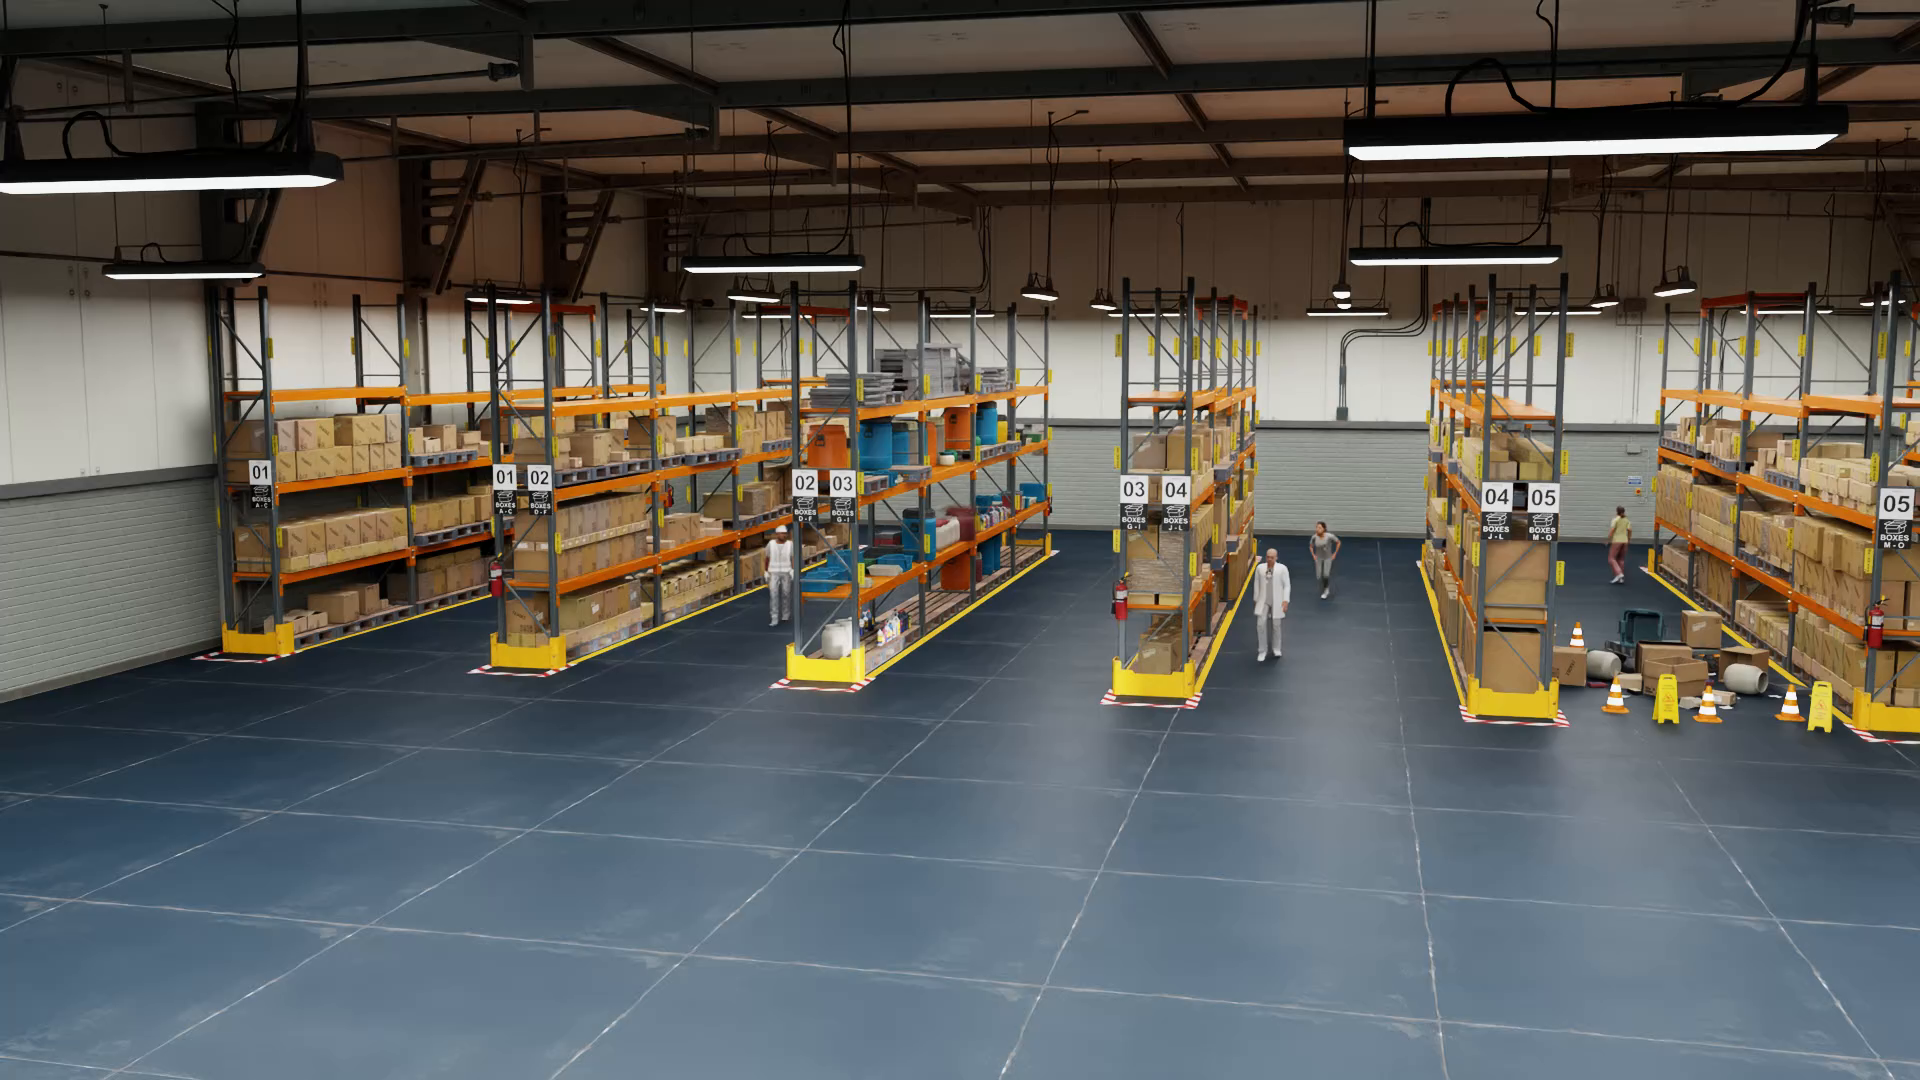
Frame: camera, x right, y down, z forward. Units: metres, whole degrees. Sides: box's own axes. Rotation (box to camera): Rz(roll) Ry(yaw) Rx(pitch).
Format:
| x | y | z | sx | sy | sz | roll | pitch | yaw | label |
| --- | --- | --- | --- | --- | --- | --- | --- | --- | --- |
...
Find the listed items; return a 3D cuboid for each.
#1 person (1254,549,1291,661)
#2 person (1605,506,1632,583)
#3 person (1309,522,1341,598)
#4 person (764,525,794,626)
| x | y | z | sx | sy | sz | roll | pitch | yaw | label |
| --- | --- | --- | --- | --- | --- | --- | --- | --- | --- |
| 5.050 | 1.049 | 26.949 | 0.626 | 1.830 | 0.638 | 3 | 7 | 23 | person |
| 14.180 | 0.099 | 35.664 | 0.518 | 1.646 | 0.578 | -1 | 7 | -11 | person |
| 7.323 | 0.398 | 33.343 | 0.612 | 1.574 | 0.679 | 3 | 7 | 21 | person |
| -3.279 | 0.637 | 30.428 | 0.584 | 1.786 | 0.747 | -1 | 7 | -9 | person |
